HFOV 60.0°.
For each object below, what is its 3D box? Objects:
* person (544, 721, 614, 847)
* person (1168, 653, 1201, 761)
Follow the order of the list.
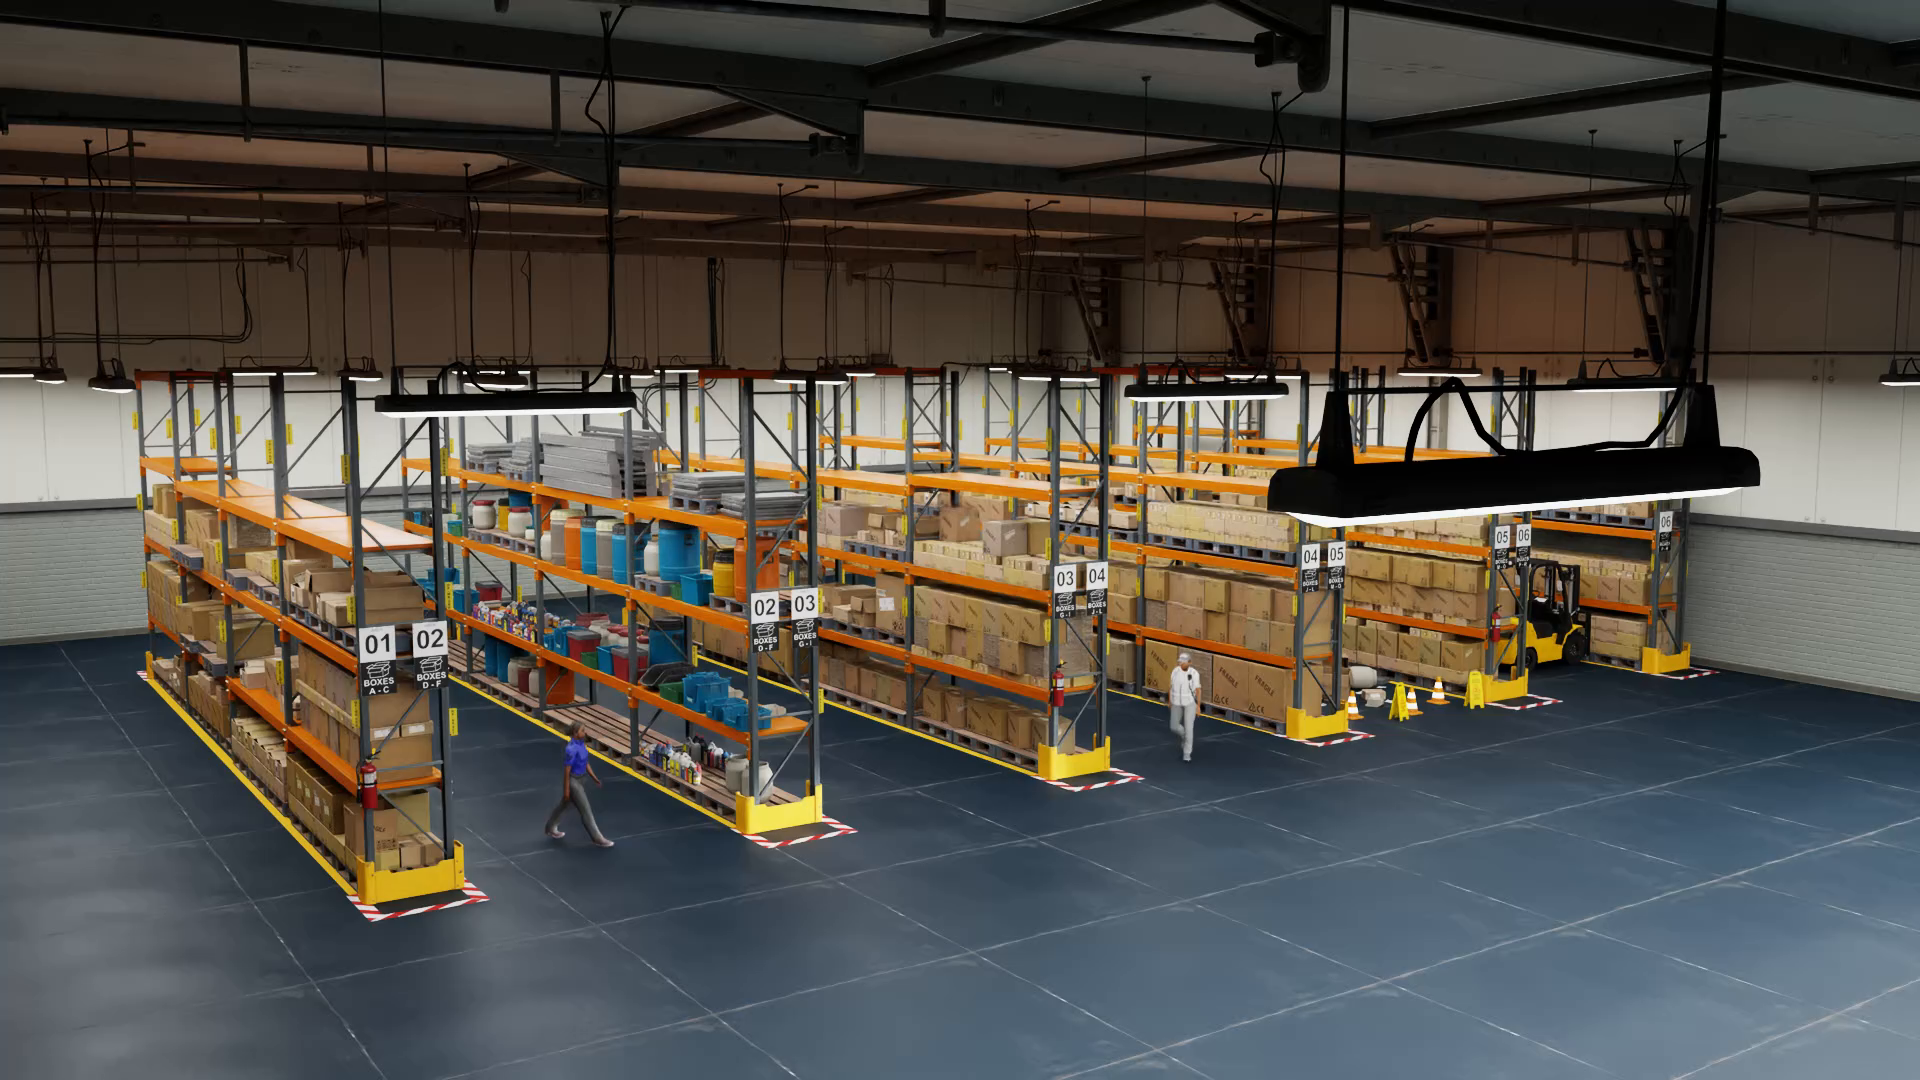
[{"bbox_3d":[-4.908,3.101,21.376,1.064,1.581,0.521,2,7,14],"label":"person"},{"bbox_3d":[3.519,2.568,26.047,0.531,1.642,0.746,3,7,24],"label":"person"}]
